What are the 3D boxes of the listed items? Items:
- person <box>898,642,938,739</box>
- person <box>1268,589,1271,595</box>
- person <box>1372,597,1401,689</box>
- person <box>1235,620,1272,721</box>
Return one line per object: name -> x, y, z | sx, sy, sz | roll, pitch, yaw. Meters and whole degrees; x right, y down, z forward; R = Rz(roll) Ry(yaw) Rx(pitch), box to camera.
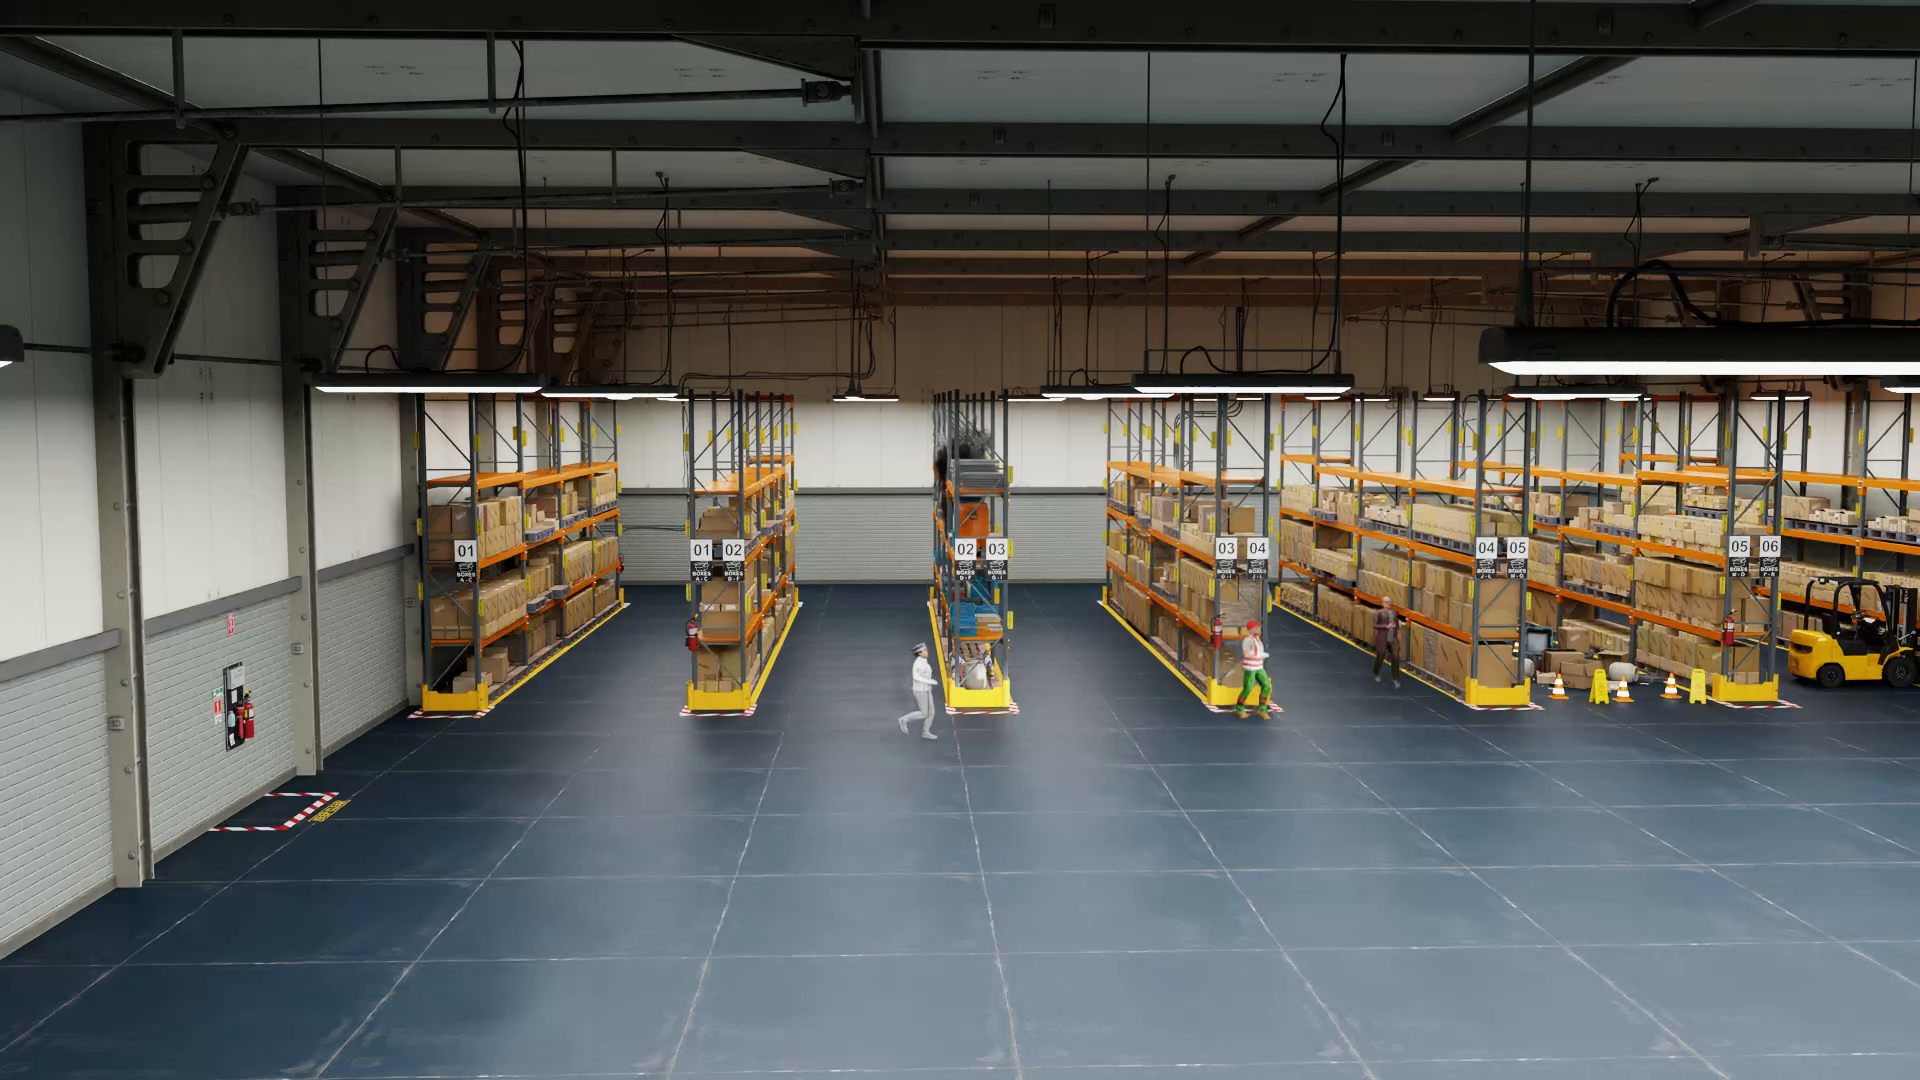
person -> -0.698, 2.570, 28.461 | 0.690, 1.662, 0.622 | 1, 5, 12
person -> 8.832, 0.882, 49.002 | 0.692, 1.843, 0.700 | 0, 5, -2
person -> 8.677, 2.060, 33.845 | 0.678, 1.829, 0.923 | -1, 5, -10
person -> 5.332, 2.371, 30.129 | 0.726, 1.838, 0.674 | 4, 6, 42
